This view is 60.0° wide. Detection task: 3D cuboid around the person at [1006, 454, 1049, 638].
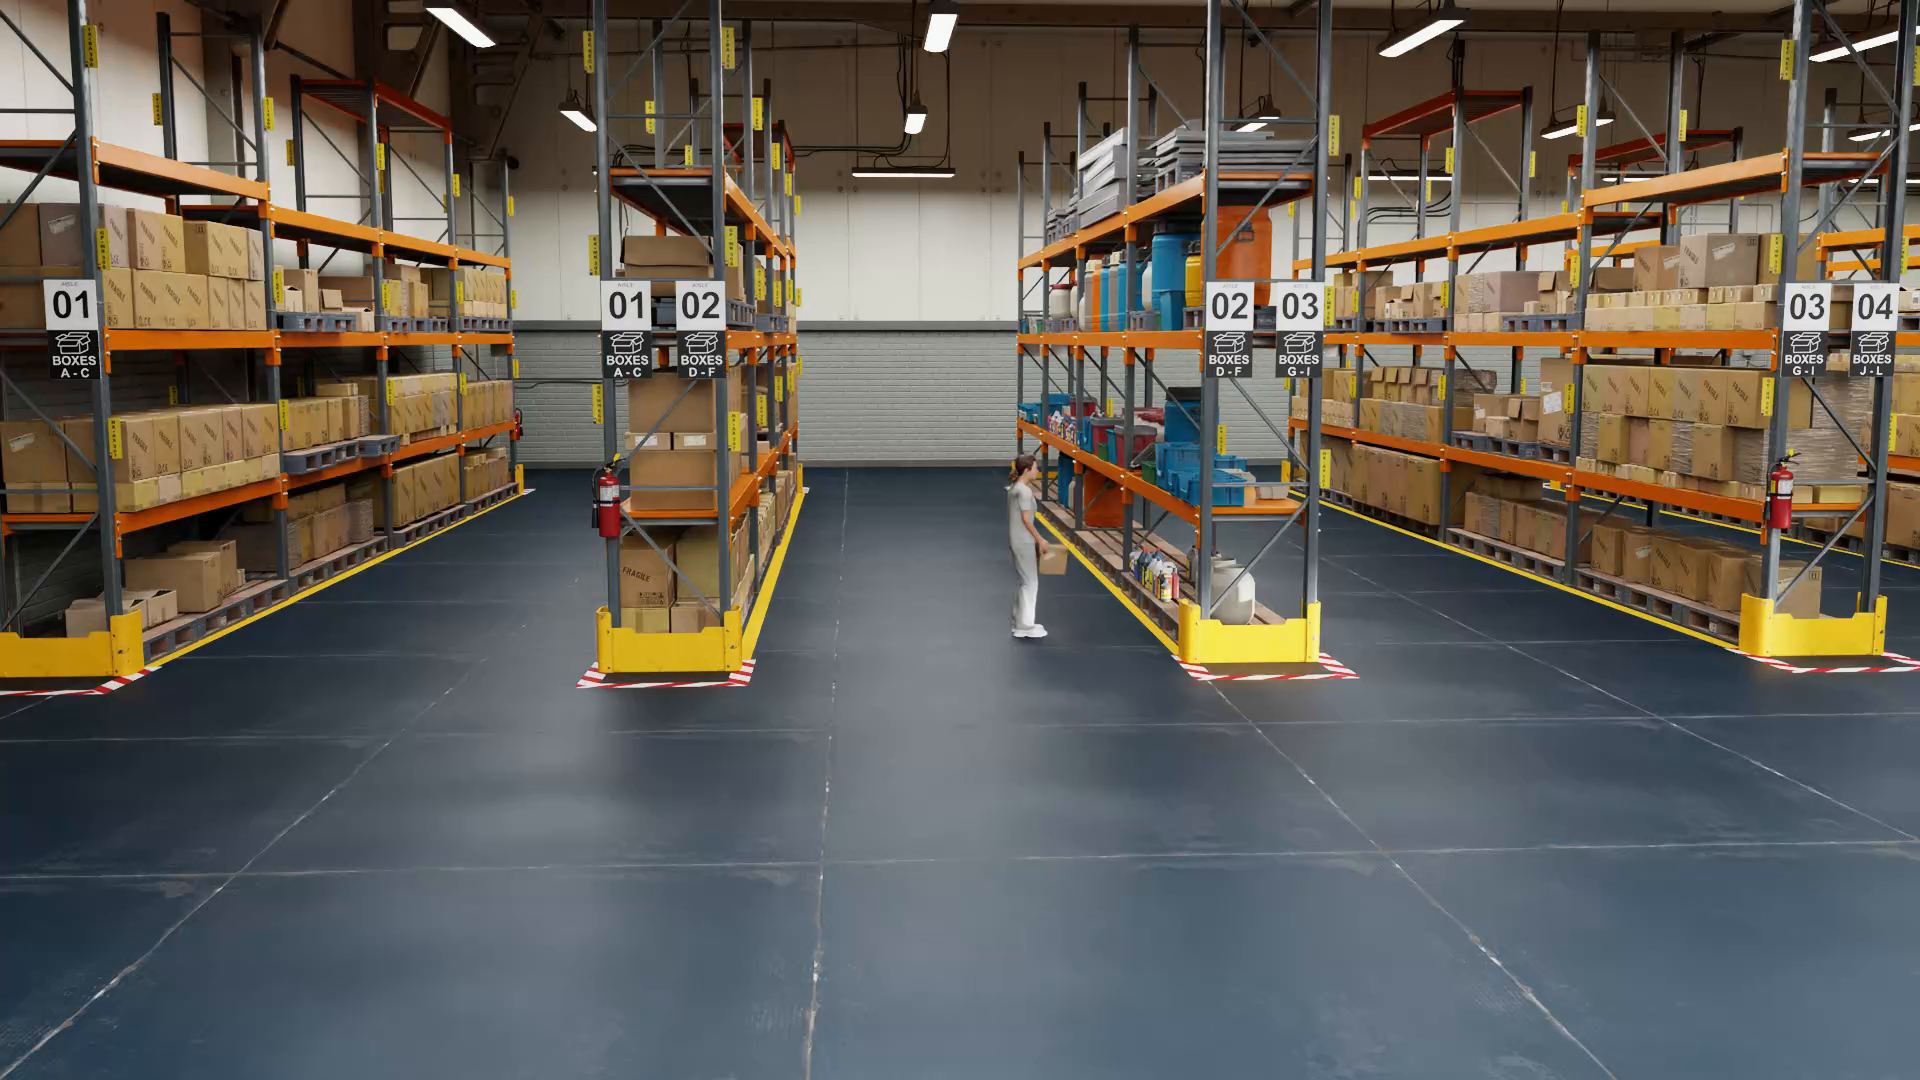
[{"bbox_3d":[0.614,0.044,15.382,0.378,1.676,0.467,-1,7,-5],"label":"person"}]
